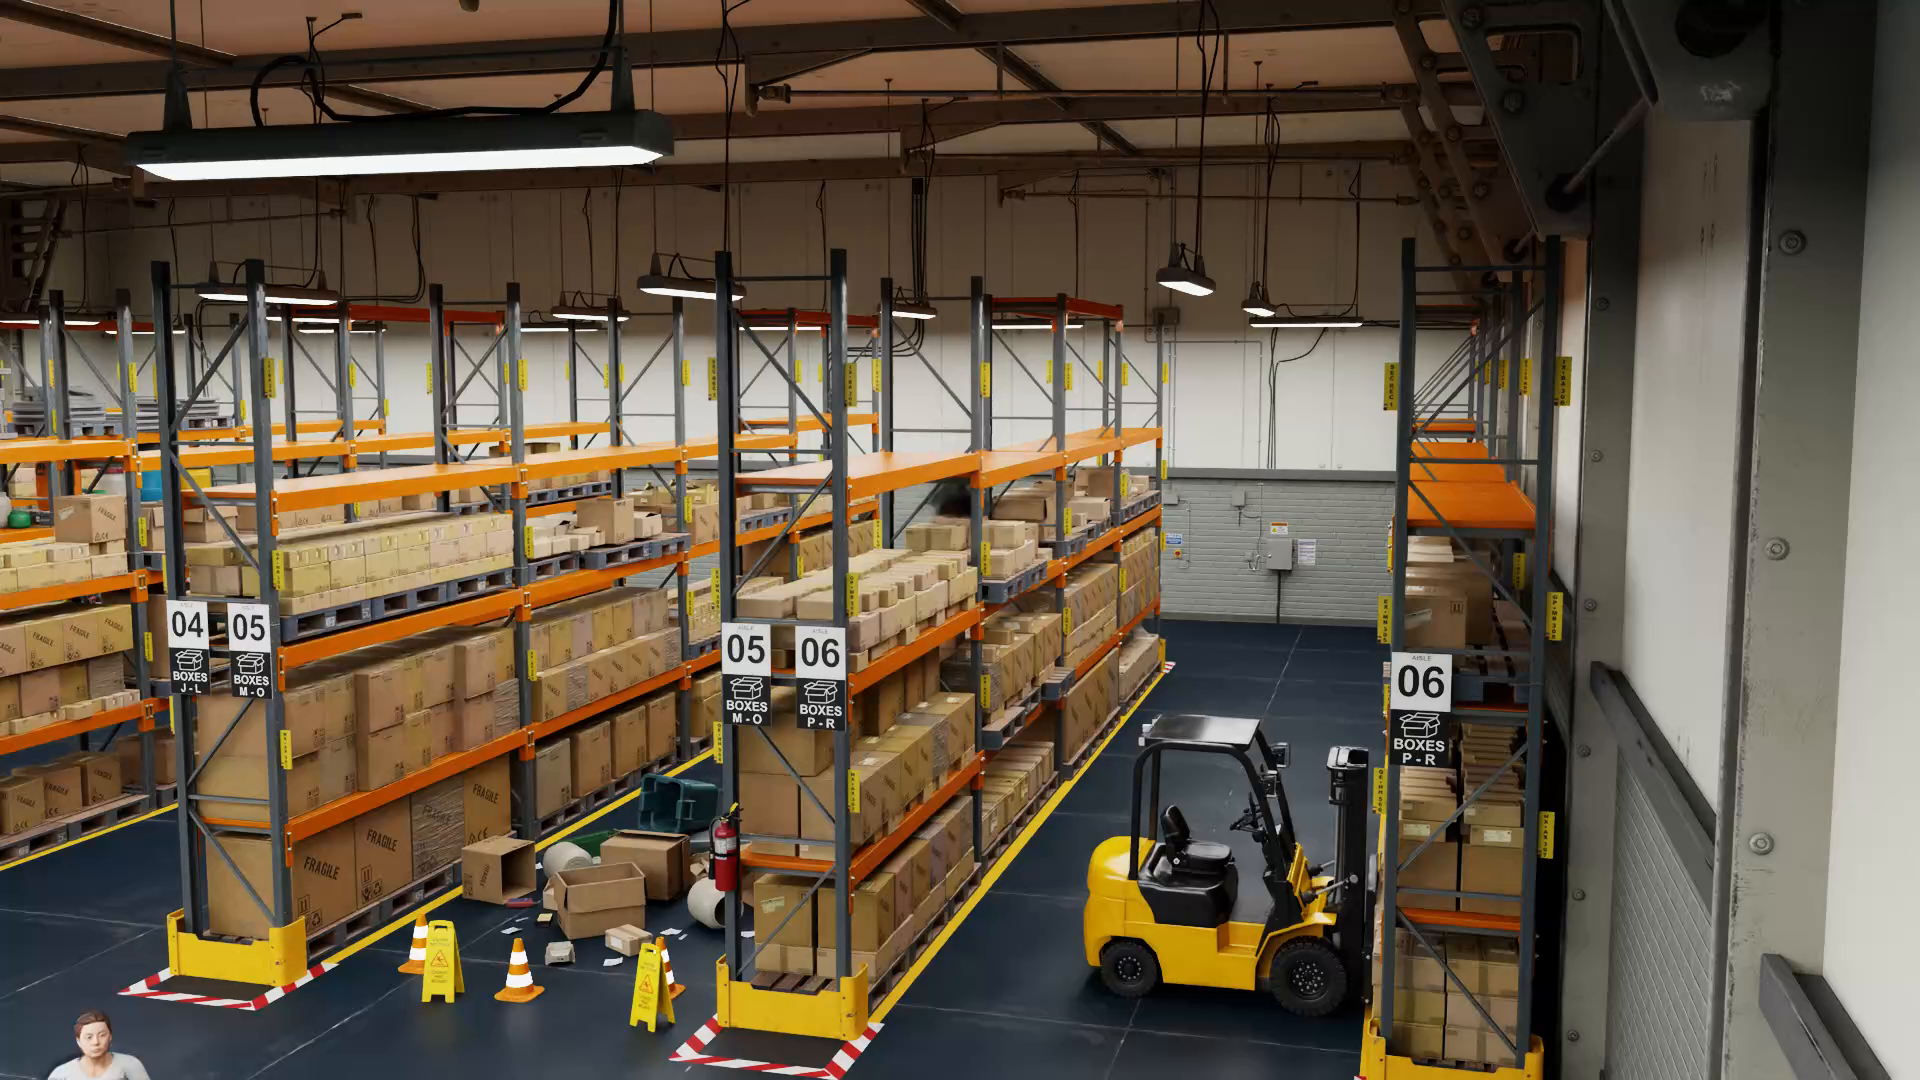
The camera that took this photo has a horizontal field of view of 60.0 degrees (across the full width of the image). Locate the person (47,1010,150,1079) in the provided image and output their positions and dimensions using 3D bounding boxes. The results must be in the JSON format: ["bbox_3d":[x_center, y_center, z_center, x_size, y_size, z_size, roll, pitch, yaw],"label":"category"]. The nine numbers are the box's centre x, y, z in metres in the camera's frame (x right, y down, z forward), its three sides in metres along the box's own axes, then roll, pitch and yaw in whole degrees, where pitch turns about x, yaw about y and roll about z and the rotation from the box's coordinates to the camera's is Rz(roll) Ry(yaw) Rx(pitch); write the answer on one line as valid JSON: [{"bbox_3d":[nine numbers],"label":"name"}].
[{"bbox_3d":[-4.696,3.375,9.080,0.574,1.645,0.929,-4,7,-32],"label":"person"}]

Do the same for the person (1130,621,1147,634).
[{"bbox_3d":[3.102,1.180,29.535,0.721,1.746,0.758,5,8,42],"label":"person"}]
